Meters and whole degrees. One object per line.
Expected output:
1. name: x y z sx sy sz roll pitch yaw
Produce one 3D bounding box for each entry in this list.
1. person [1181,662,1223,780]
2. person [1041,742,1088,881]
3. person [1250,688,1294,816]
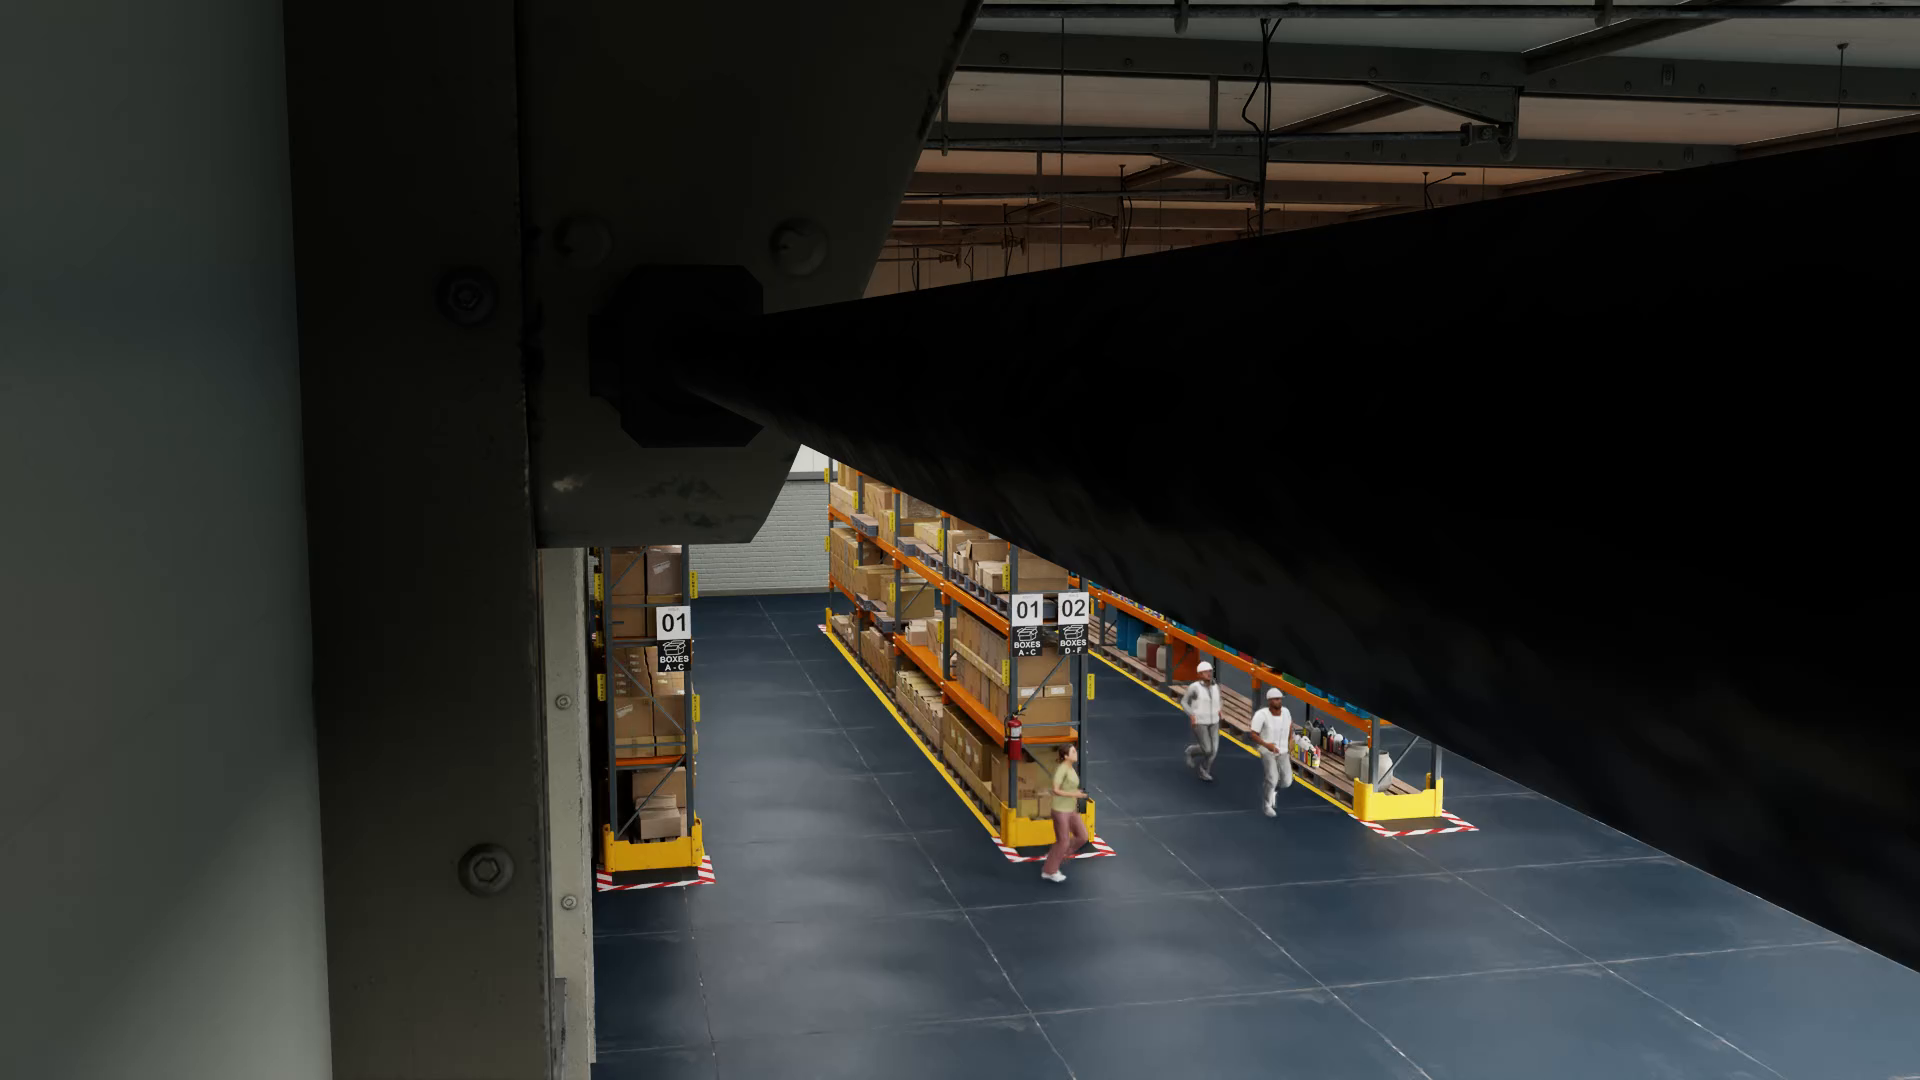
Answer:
1. person: 3.551 2.623 24.108 0.658 1.726 0.582 -3 7 -24
2. person: 1.284 3.195 19.652 0.564 1.624 0.593 3 7 24
3. person: 4.223 2.835 22.282 0.733 1.727 0.601 -3 7 -24
